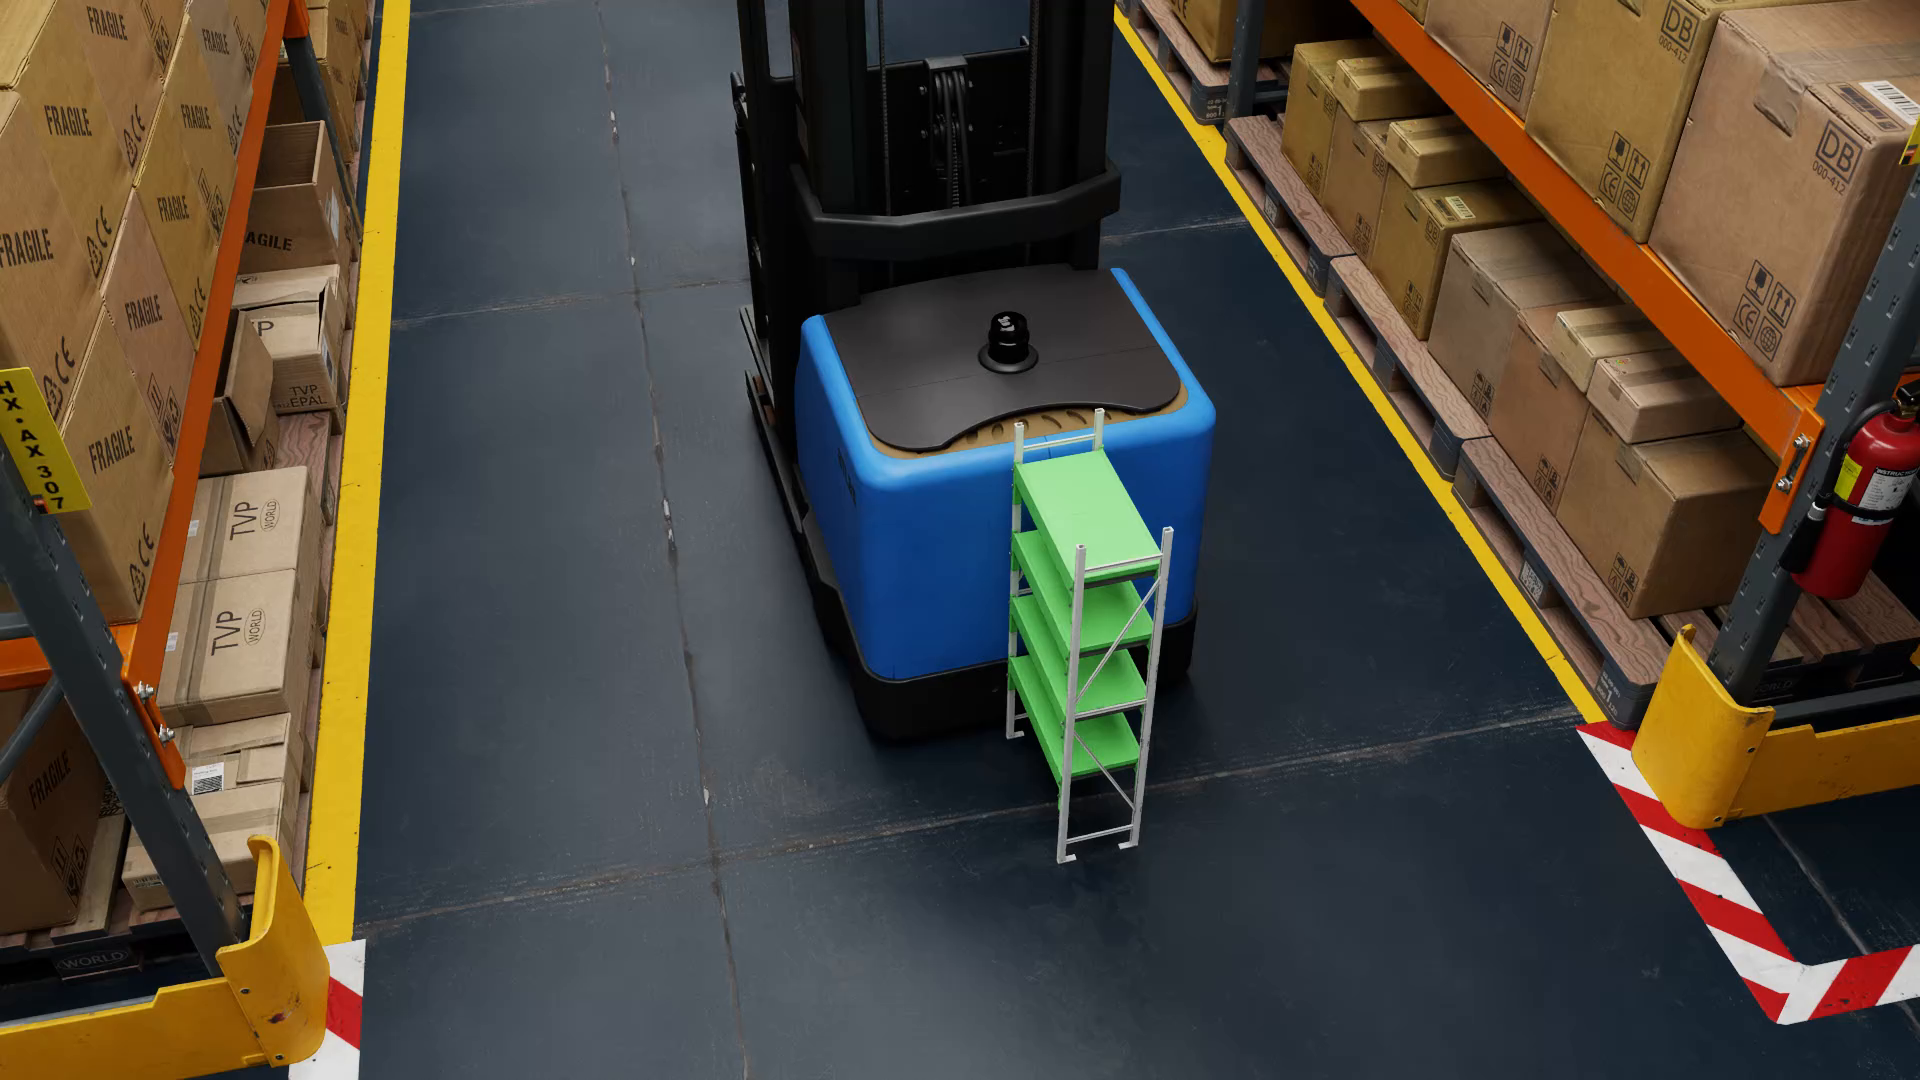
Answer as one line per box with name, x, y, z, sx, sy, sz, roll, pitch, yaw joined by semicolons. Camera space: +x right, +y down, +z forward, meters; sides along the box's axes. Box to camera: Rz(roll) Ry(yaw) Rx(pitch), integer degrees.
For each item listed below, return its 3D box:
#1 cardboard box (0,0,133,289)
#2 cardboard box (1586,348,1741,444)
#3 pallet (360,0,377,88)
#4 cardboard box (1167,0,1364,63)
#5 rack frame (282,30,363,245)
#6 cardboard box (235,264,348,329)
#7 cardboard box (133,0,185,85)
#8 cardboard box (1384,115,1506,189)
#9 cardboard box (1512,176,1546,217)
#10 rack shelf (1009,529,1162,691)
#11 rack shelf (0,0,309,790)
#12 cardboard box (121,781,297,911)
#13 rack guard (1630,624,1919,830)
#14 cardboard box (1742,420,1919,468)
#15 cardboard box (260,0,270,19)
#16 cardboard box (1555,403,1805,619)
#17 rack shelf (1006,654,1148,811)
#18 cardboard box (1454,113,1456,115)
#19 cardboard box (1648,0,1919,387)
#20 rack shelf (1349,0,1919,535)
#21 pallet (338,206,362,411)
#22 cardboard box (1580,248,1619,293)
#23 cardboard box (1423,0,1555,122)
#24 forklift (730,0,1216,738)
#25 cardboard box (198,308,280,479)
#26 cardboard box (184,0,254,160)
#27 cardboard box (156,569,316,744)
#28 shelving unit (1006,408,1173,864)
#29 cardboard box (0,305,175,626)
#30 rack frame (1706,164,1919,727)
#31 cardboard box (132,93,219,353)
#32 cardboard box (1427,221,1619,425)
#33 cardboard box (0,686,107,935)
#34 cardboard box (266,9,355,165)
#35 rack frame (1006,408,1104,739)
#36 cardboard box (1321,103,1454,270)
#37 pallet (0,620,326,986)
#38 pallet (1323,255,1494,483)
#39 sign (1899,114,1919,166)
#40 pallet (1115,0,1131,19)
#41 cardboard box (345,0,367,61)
cardboard box;-2.181;-0.849;3.618;0.500;0.500;0.500;-8;42;-9
cardboard box;2.159;-0.448;5.073;0.380;0.149;0.250;-9;42;-10
pallet;-3.565;-2.638;8.563;1.003;0.211;1.213;-8;42;-9
cardboard box;1.483;-2.835;7.987;0.750;0.750;0.750;-8;42;-9
rack frame;-3.086;-2.367;6.157;1.000;3.000;0.127;-8;42;-9
cardboard box;-2.547;-0.902;6.323;0.380;0.149;0.250;-8;42;-9
cardboard box;-2.395;-1.503;4.355;0.500;0.500;0.500;-9;42;-10
cardboard box;1.820;-1.458;6.211;0.380;0.149;0.250;-9;42;-11
cardboard box;2.257;-1.324;6.060;0.380;0.149;0.250;-9;42;-10
rack shelf;0.325;0.156;4.405;0.258;0.148;0.480;-11;43;-12
rack shelf;-2.654;-0.802;4.935;1.077;0.370;4.000;-8;42;-9
cardboard box;-1.977;0.807;4.398;0.380;0.149;0.250;-8;42;-9
rack guard;2.619;0.464;4.851;1.175;0.500;0.348;-8;42;-9
cardboard box;2.587;-0.338;4.950;0.380;0.149;0.250;-8;42;-9
cardboard box;-2.728;-2.117;5.800;0.500;0.500;0.500;-8;42;-9
cardboard box;2.365;-0.148;5.224;0.700;0.500;0.500;-8;42;-9
rack shelf;0.325;0.515;4.724;0.258;0.148;0.480;-11;43;-12
cardboard box;2.147;-1.655;6.433;0.380;0.149;0.250;-10;42;-11
cardboard box;2.494;-0.928;4.310;0.980;0.700;0.700;-7;42;-7
rack shelf;2.182;-1.514;5.738;1.077;0.370;4.000;-8;42;-9
pallet;-2.939;-0.879;6.581;1.003;0.211;1.213;-8;42;-9
cardboard box;2.368;-0.994;5.688;0.380;0.149;0.250;-8;42;-9
cardboard box;2.170;-1.893;5.397;0.980;0.700;0.700;-10;43;-11
forklift;-0.172;-1.495;5.226;1.130;2.935;3.031;-11;43;-12
cardboard box;-2.675;-0.381;5.469;0.797;0.503;0.637;-8;42;-9
cardboard box;-2.502;-1.451;5.049;0.500;0.500;0.500;-7;42;-8
cardboard box;-2.171;0.372;4.811;0.500;0.250;0.500;-8;42;-9
shelving unit;0.325;0.288;4.522;0.258;1.200;0.503;-11;43;-12
cardboard box;-2.061;-0.137;3.569;0.500;0.500;0.500;-8;42;-8
rack frame;2.613;-0.486;4.038;1.000;3.000;0.127;-8;42;-9
cardboard box;-2.283;-0.796;4.312;0.500;0.500;0.500;-8;42;-9
cardboard box;2.147;-0.798;5.956;0.700;0.500;0.500;-10;42;-11
cardboard box;-2.581;0.679;4.277;0.500;0.500;0.500;-8;42;-9
cardboard box;-2.952;-1.945;7.233;0.500;0.500;0.500;-10;43;-11
rack frame;0.258;0.132;4.697;0.240;1.200;0.015;-11;43;-12
cardboard box;1.917;-1.476;6.720;0.700;0.500;0.500;-9;42;-10
pallet;-2.412;0.703;4.799;1.003;0.211;1.213;-8;42;-9
pallet;2.105;-0.740;6.425;1.003;0.211;1.213;-8;42;-9
sign;2.081;-0.939;3.498;0.100;0.325;0.005;-8;42;-9
pallet;1.243;-3.318;9.329;1.003;0.211;1.213;-8;42;-9
cardboard box;-3.179;-2.614;7.987;0.500;0.500;0.500;-8;42;-9
